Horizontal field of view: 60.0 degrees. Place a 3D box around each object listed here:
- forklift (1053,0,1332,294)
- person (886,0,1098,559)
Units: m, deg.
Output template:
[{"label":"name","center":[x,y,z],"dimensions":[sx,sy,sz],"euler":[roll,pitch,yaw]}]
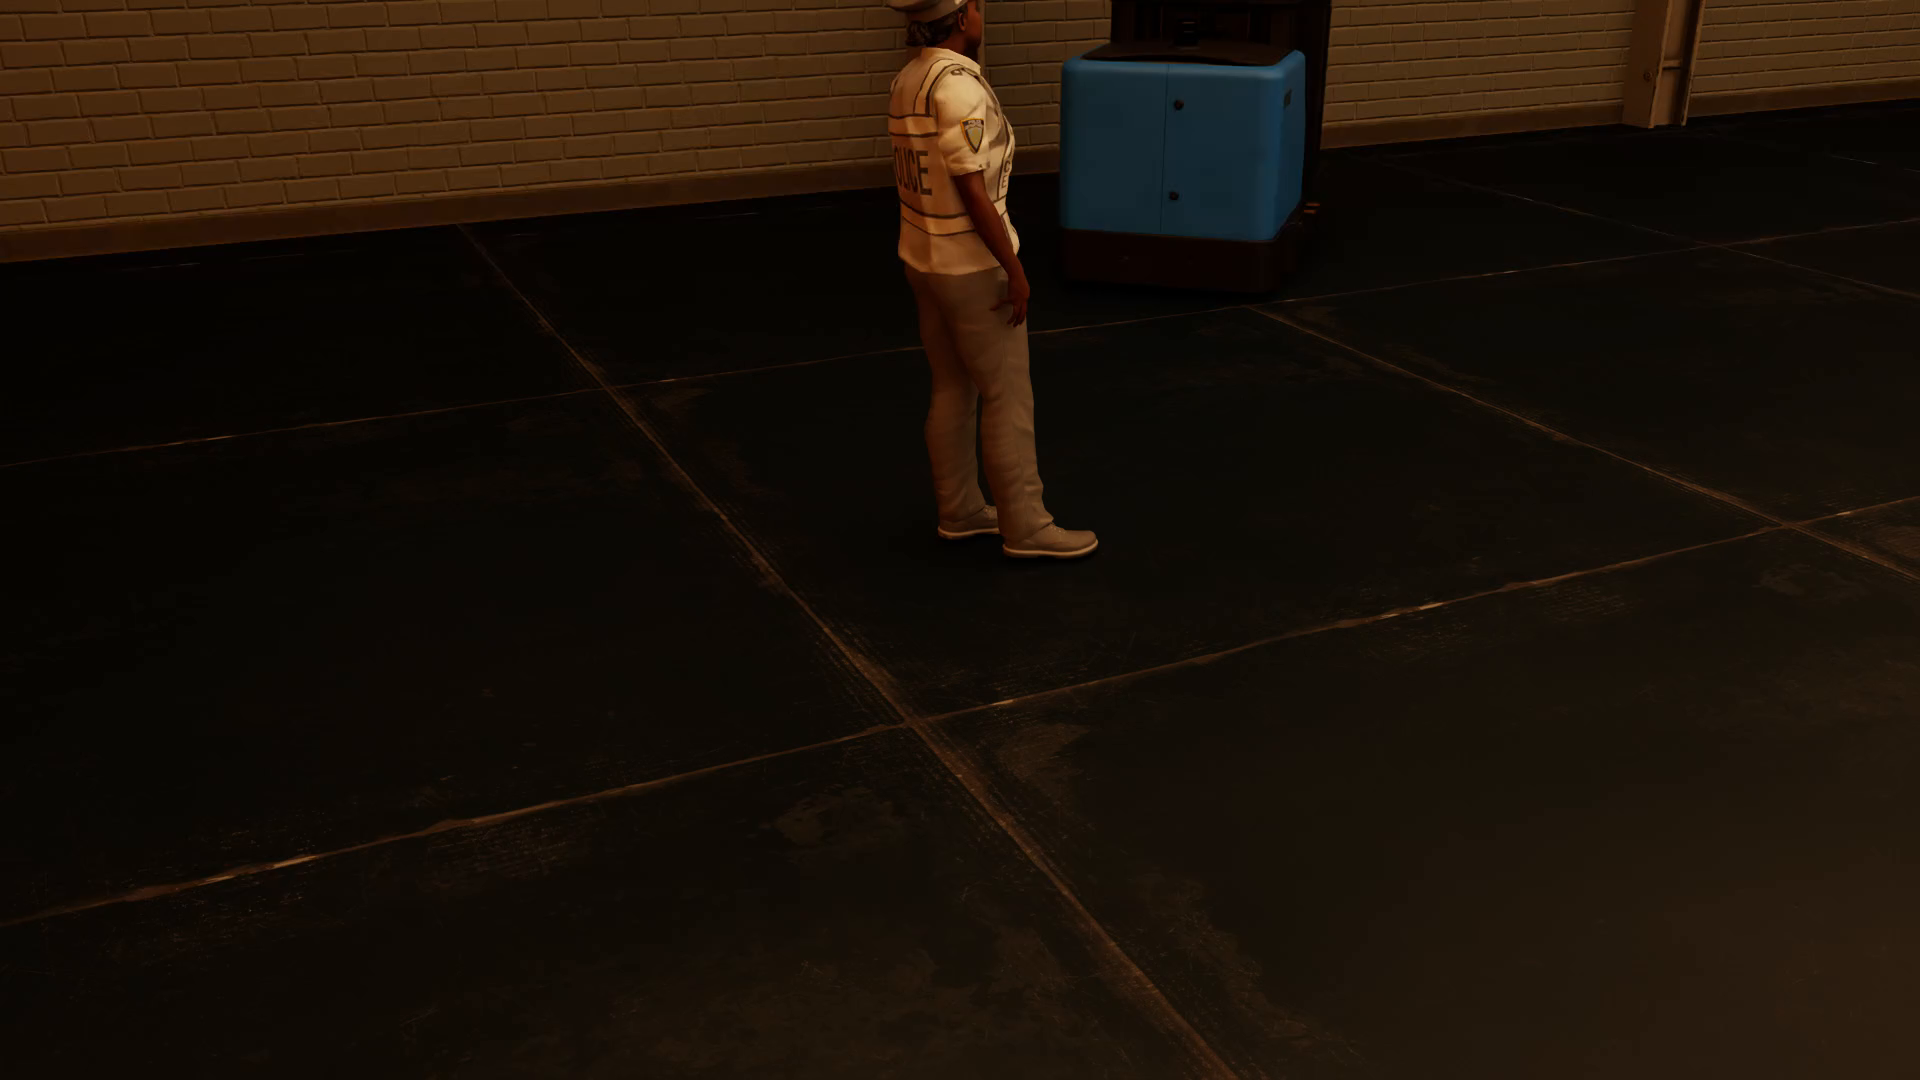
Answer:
[{"label":"forklift","center":[1.387,-3.024,8.564],"dimensions":[1.130,2.935,3.031],"euler":[7,24,17]},{"label":"person","center":[0.076,-0.795,4.792],"dimensions":[0.528,1.697,0.570],"euler":[-10,25,-23]}]
